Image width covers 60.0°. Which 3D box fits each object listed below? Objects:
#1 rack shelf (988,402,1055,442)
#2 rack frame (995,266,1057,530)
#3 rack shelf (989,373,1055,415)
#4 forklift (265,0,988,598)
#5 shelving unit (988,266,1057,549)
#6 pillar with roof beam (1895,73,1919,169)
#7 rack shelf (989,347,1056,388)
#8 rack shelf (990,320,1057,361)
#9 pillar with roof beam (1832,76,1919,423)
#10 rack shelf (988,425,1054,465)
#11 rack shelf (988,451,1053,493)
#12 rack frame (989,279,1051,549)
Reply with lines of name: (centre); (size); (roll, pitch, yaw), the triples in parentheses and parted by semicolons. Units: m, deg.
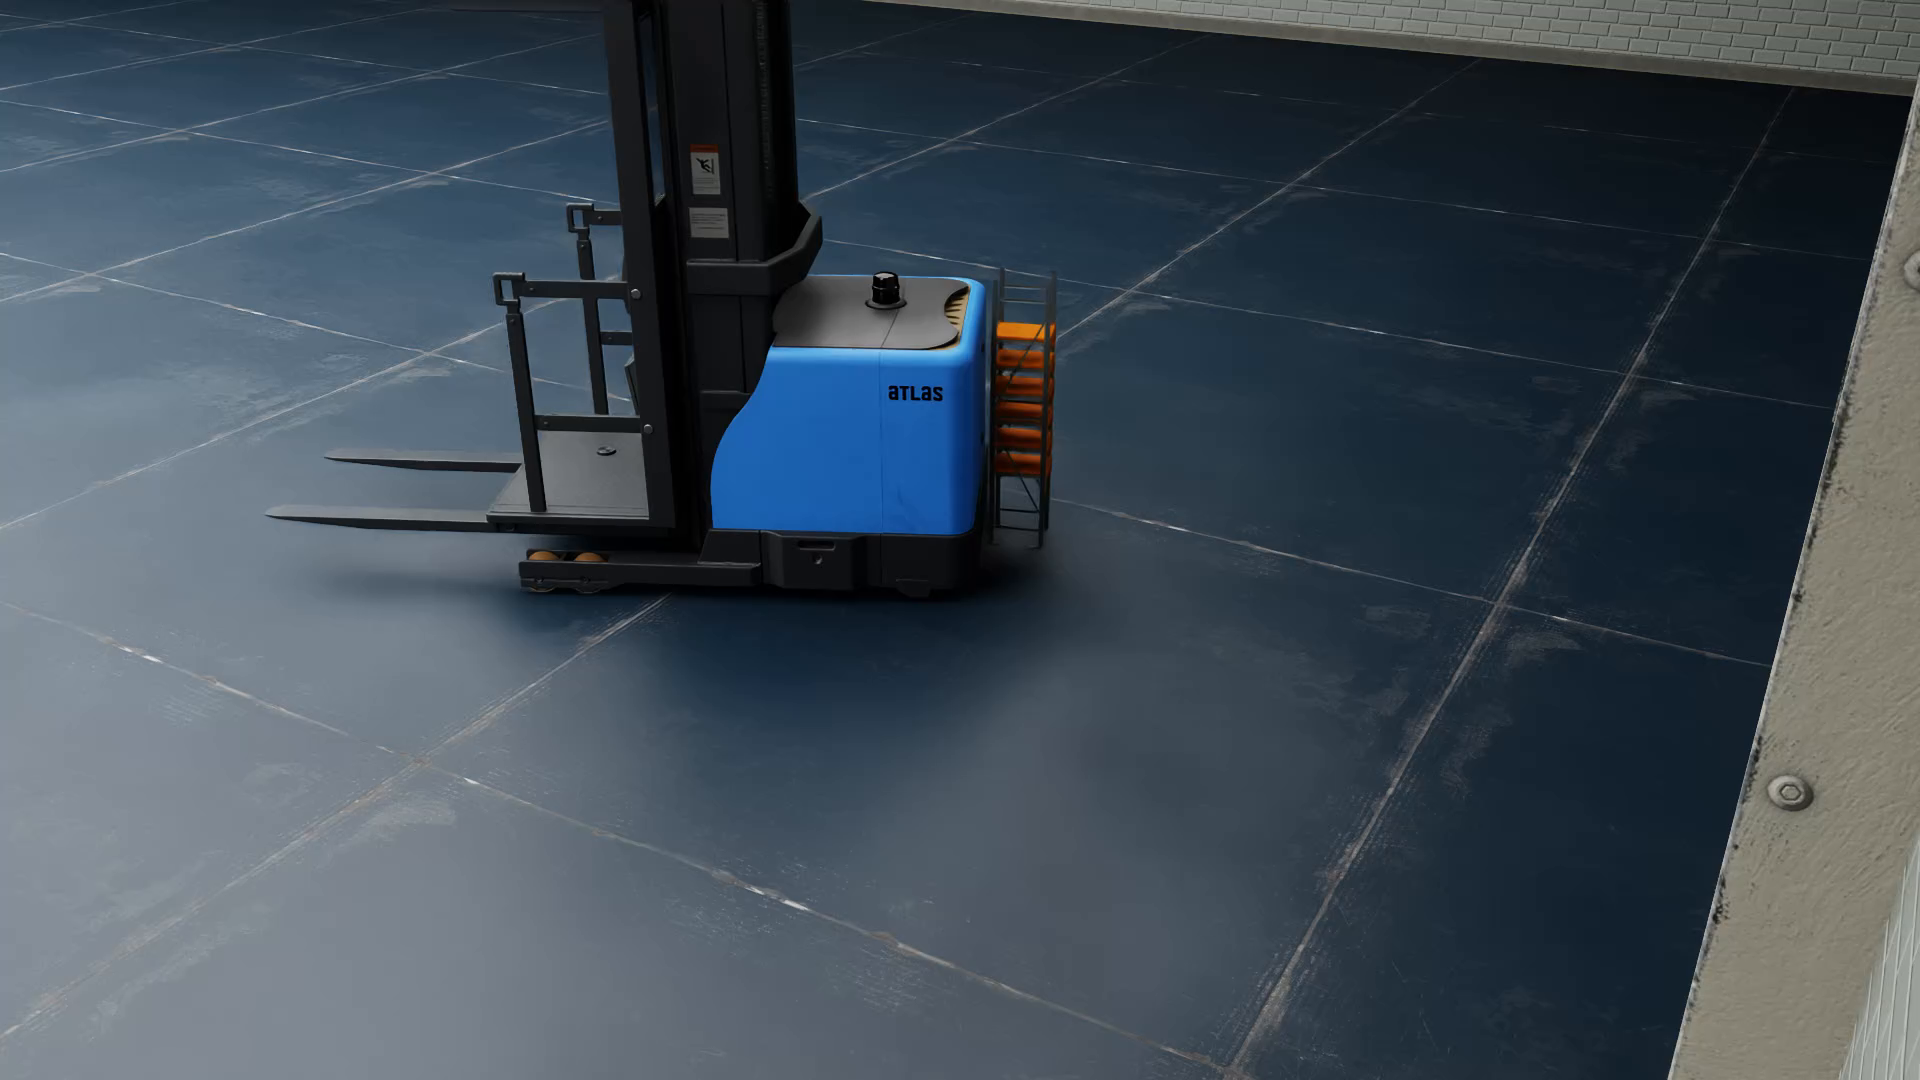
rack shelf: (0.263, -0.511, 7.104); (0.258, 0.103, 0.180); (5, 27, 9)
rack frame: (0.280, -0.591, 7.165); (0.240, 1.200, 0.006); (5, 27, 9)
rack shelf: (0.264, -0.619, 7.051); (0.258, 0.103, 0.180); (5, 27, 9)
forklift: (-1.415, -1.321, 6.692); (3.031, 2.935, 1.130); (2, 27, 4)
shelving unit: (0.264, -0.551, 7.084); (0.258, 1.200, 0.189); (5, 27, 9)
pillar with roof beam: (3.910, -7.958, 13.171); (9.100, 9.000, 0.400); (14, 30, 26)
rack shelf: (0.265, -0.726, 6.997); (0.258, 0.103, 0.180); (5, 27, 9)
rack shelf: (0.266, -0.834, 6.944); (0.258, 0.103, 0.180); (5, 27, 9)
pillar with roof beam: (0.958, -5.619, 8.500); (9.100, 9.000, 0.400); (14, 30, 26)
rack shelf: (0.263, -0.404, 7.158); (0.258, 0.103, 0.180); (5, 27, 9)
rack shelf: (0.262, -0.296, 7.211); (0.258, 0.103, 0.180); (5, 27, 9)
rack frame: (0.247, -0.511, 7.004); (0.240, 1.200, 0.006); (5, 27, 9)
